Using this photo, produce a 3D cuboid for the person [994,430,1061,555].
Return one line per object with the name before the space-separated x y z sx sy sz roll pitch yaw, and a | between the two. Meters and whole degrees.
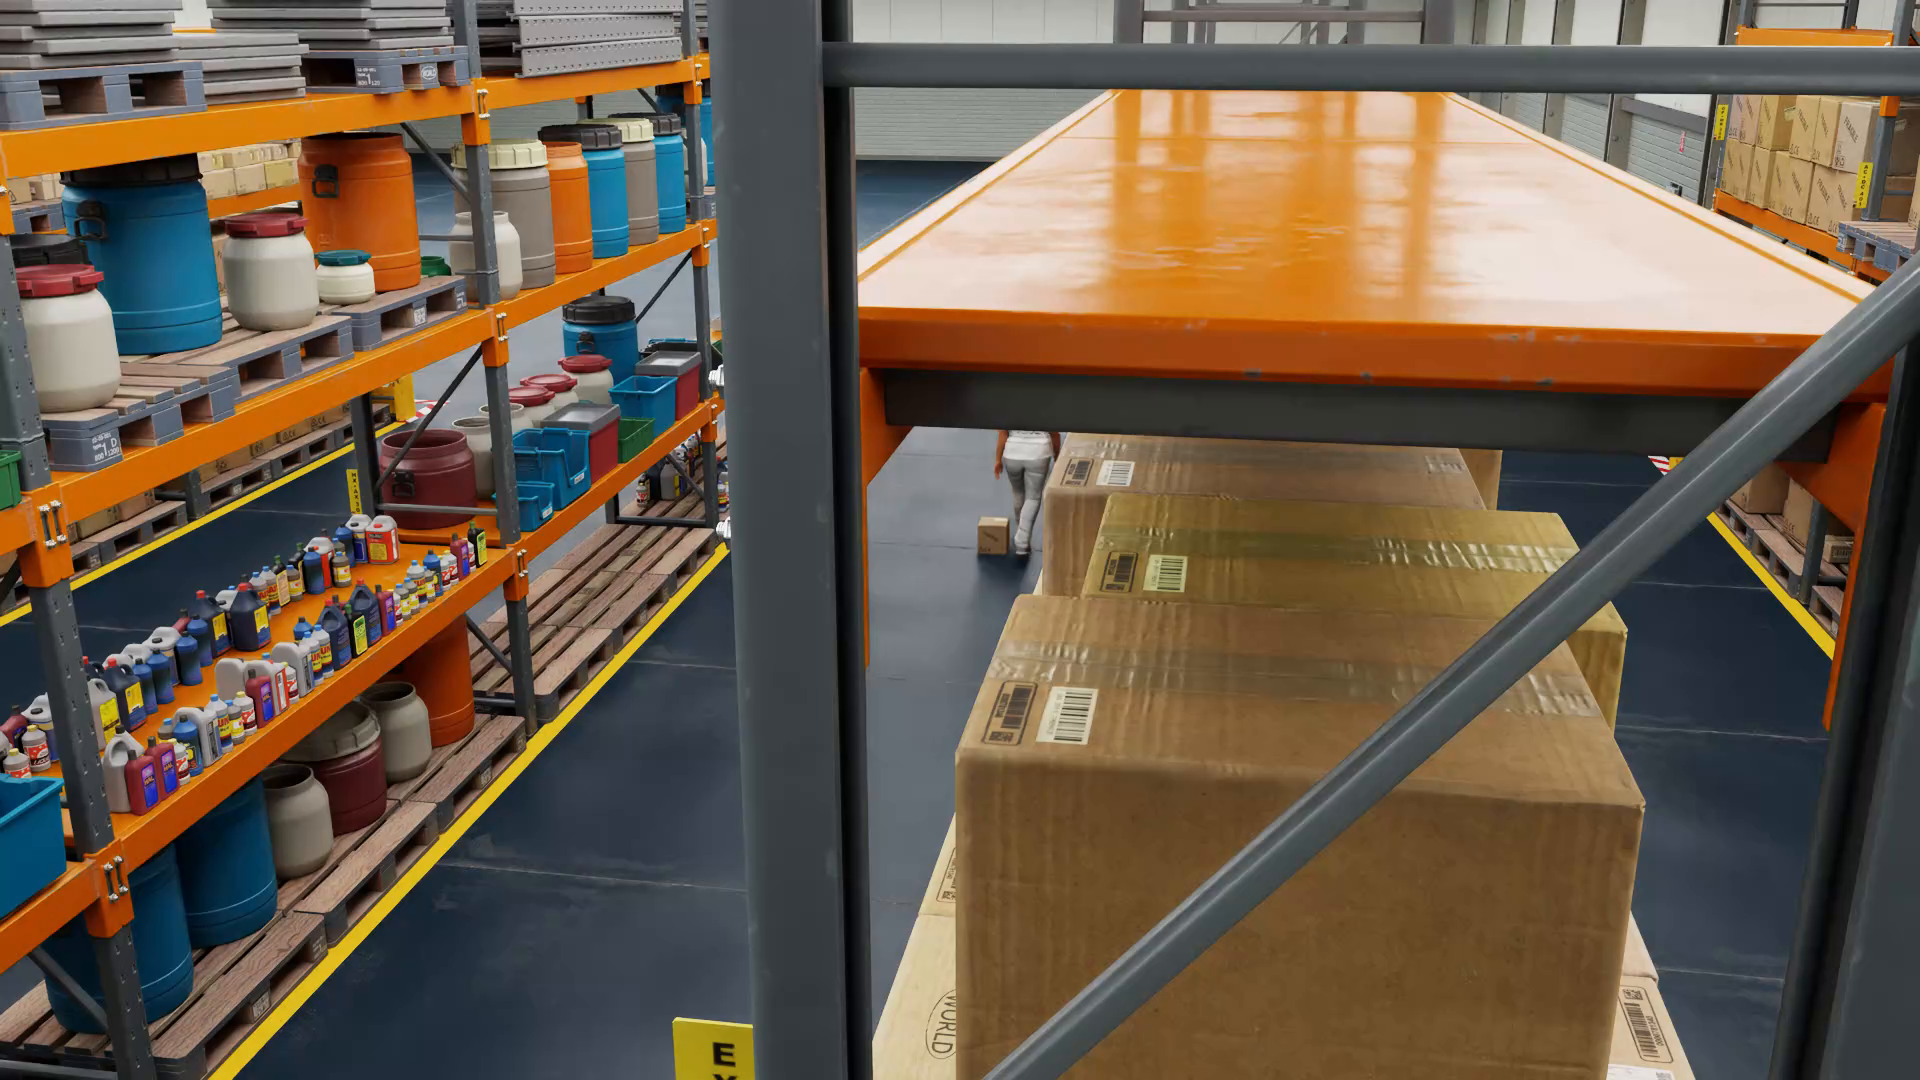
person | 0.600 -0.717 14.277 0.523 1.607 1.036 6 19 17
